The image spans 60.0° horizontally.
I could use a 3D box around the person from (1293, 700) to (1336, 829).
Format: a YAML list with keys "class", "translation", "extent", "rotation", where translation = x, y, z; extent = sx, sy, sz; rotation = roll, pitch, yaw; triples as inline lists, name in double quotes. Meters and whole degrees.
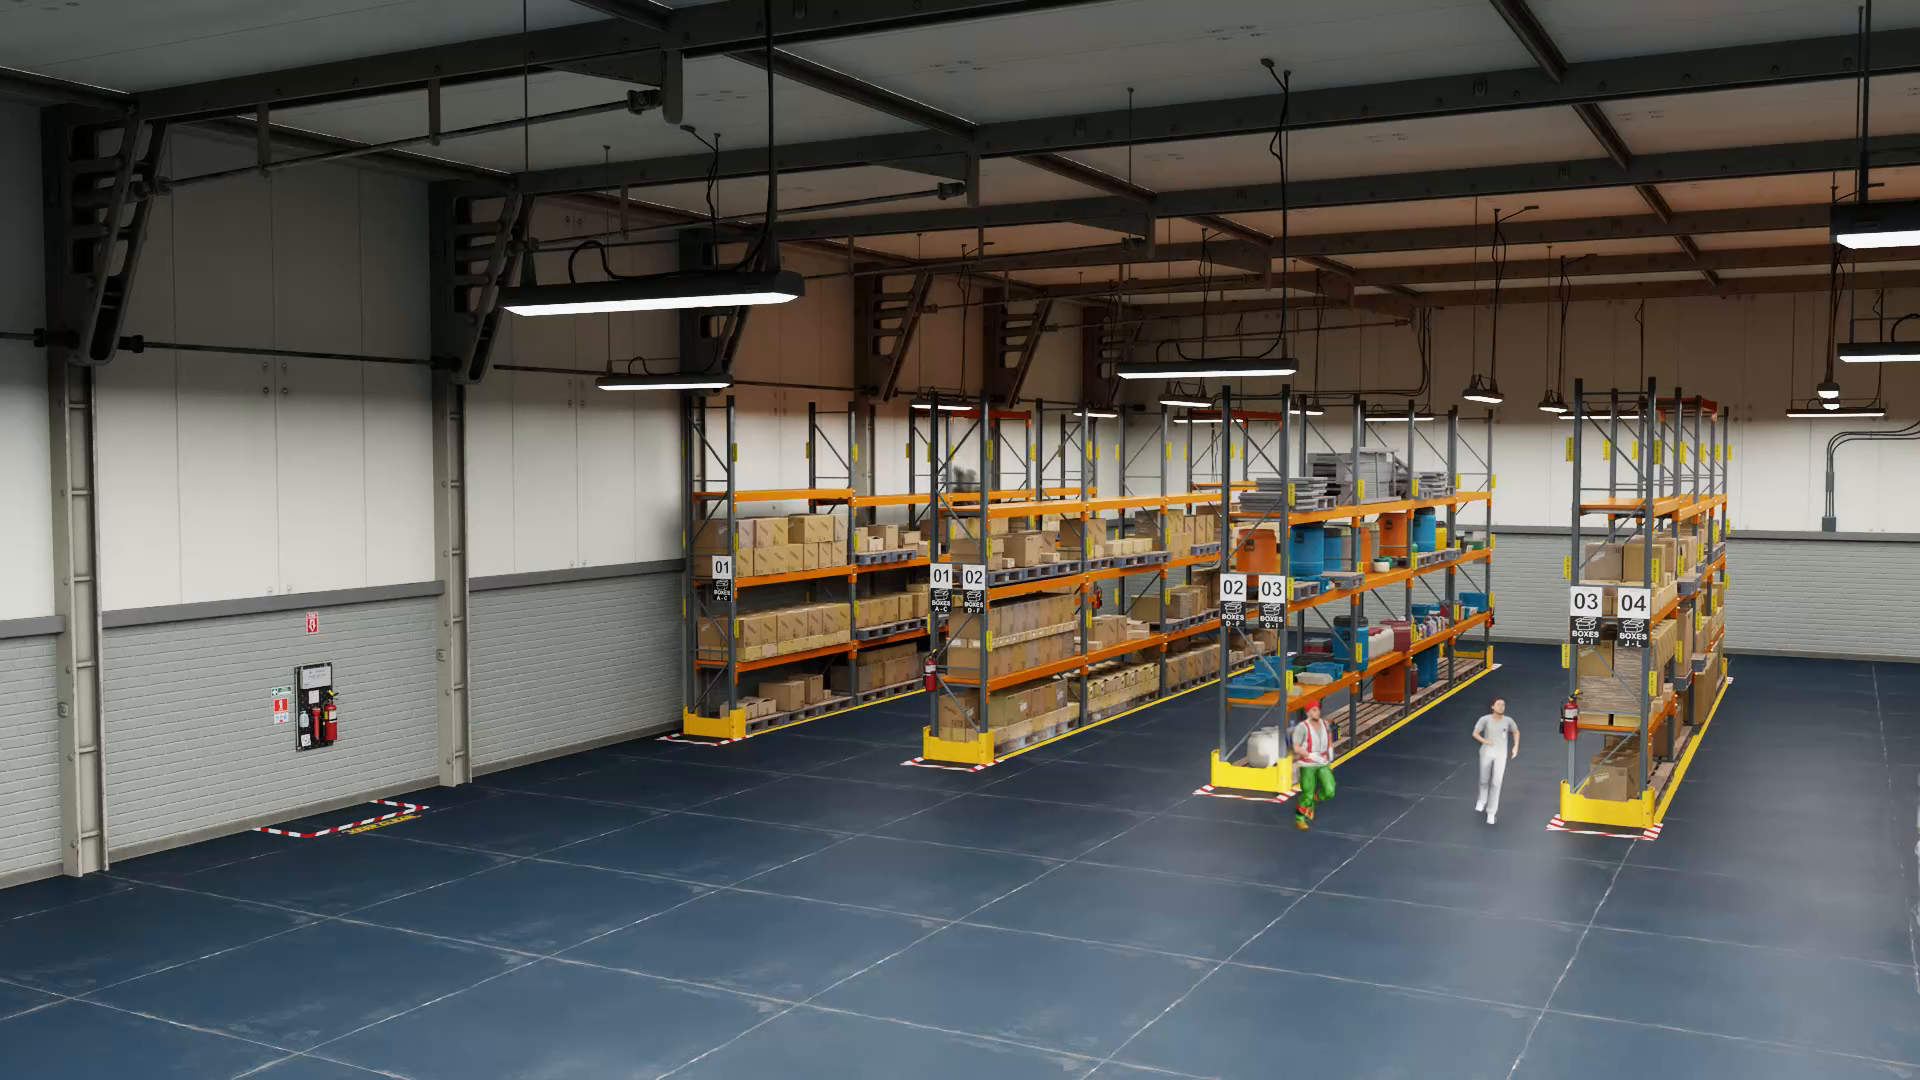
- class: "person"
  translation: [4.707, 2.973, 21.946]
  extent: [0.696, 1.736, 0.698]
  rotation: [-1, 3, -20]

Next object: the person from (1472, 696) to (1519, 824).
- class: "person"
  translation: [7.326, 2.973, 22.725]
  extent: [0.626, 1.665, 0.871]
  rotation: [1, 3, 14]
